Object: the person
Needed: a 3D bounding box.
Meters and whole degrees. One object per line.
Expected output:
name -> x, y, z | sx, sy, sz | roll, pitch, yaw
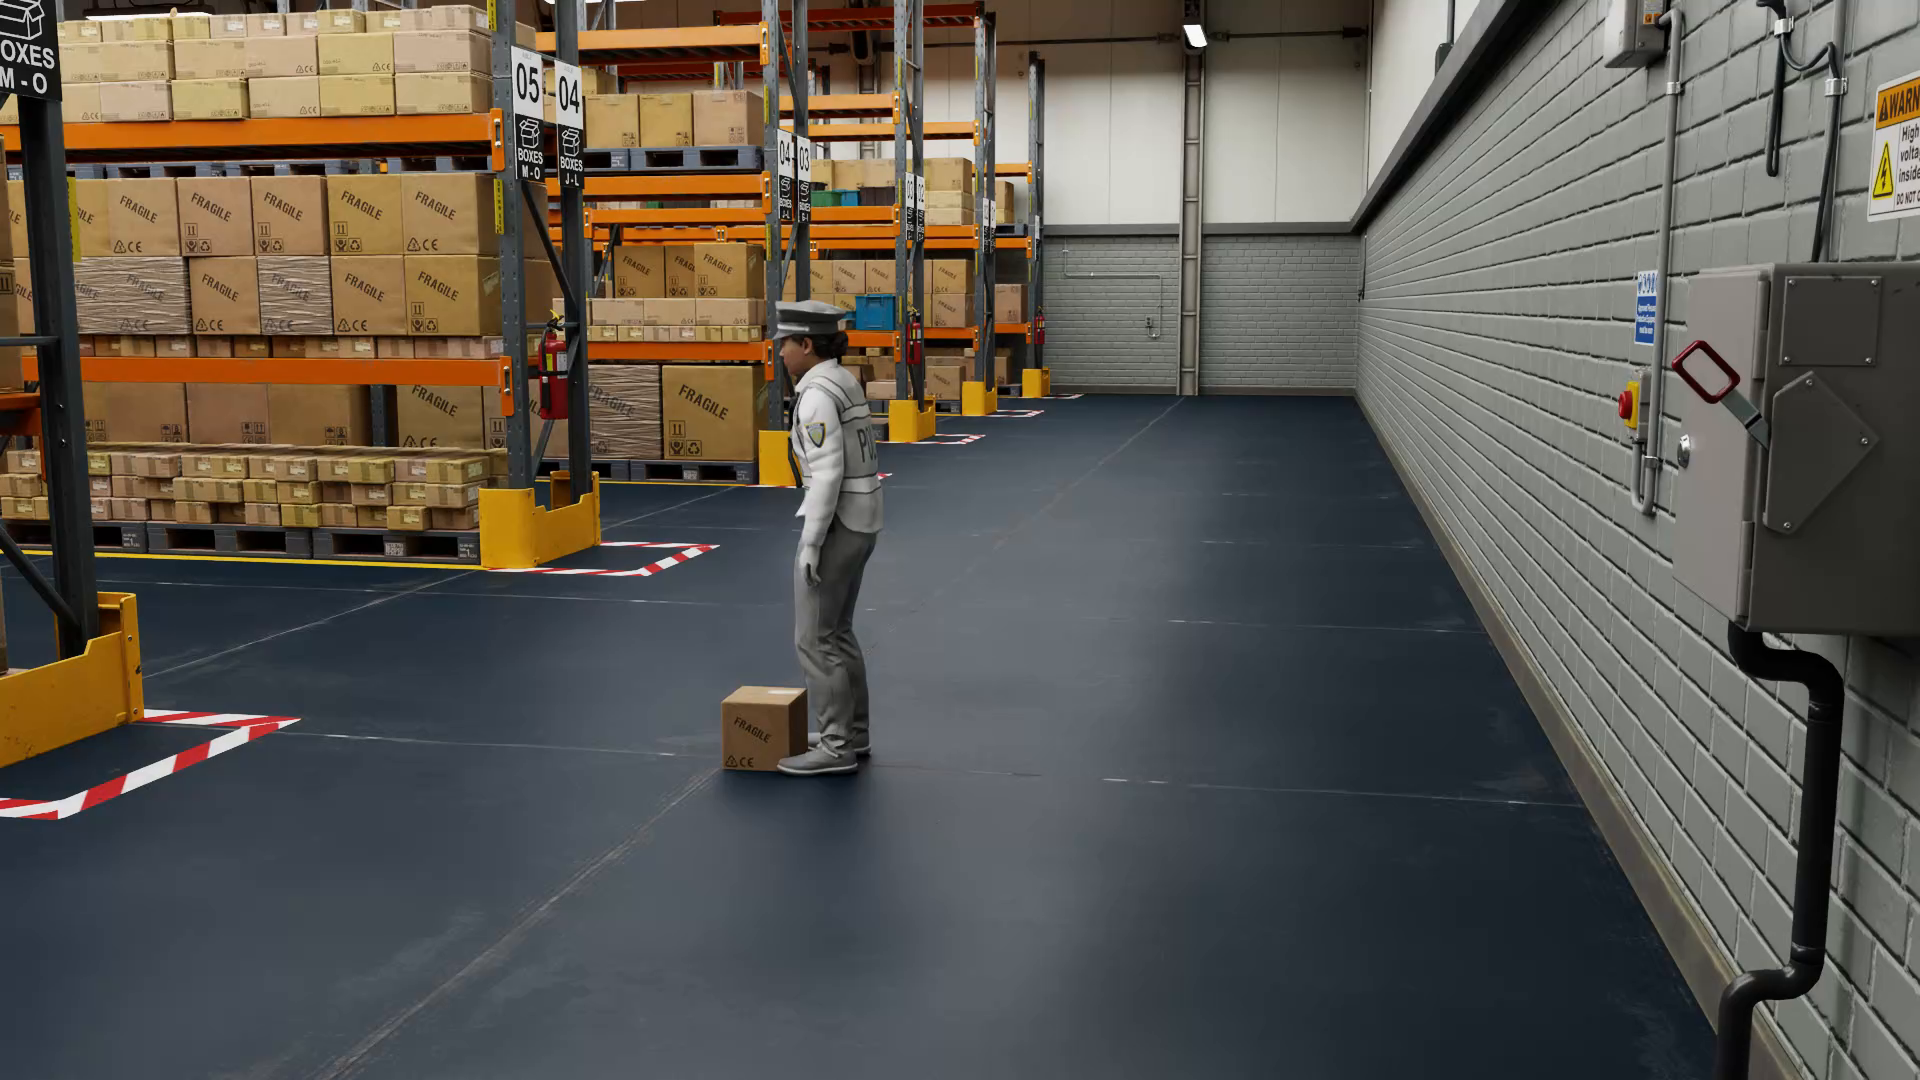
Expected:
person -> -0.465, -0.010, 5.881 | 0.374, 1.662, 0.532 | 1, 8, 8
